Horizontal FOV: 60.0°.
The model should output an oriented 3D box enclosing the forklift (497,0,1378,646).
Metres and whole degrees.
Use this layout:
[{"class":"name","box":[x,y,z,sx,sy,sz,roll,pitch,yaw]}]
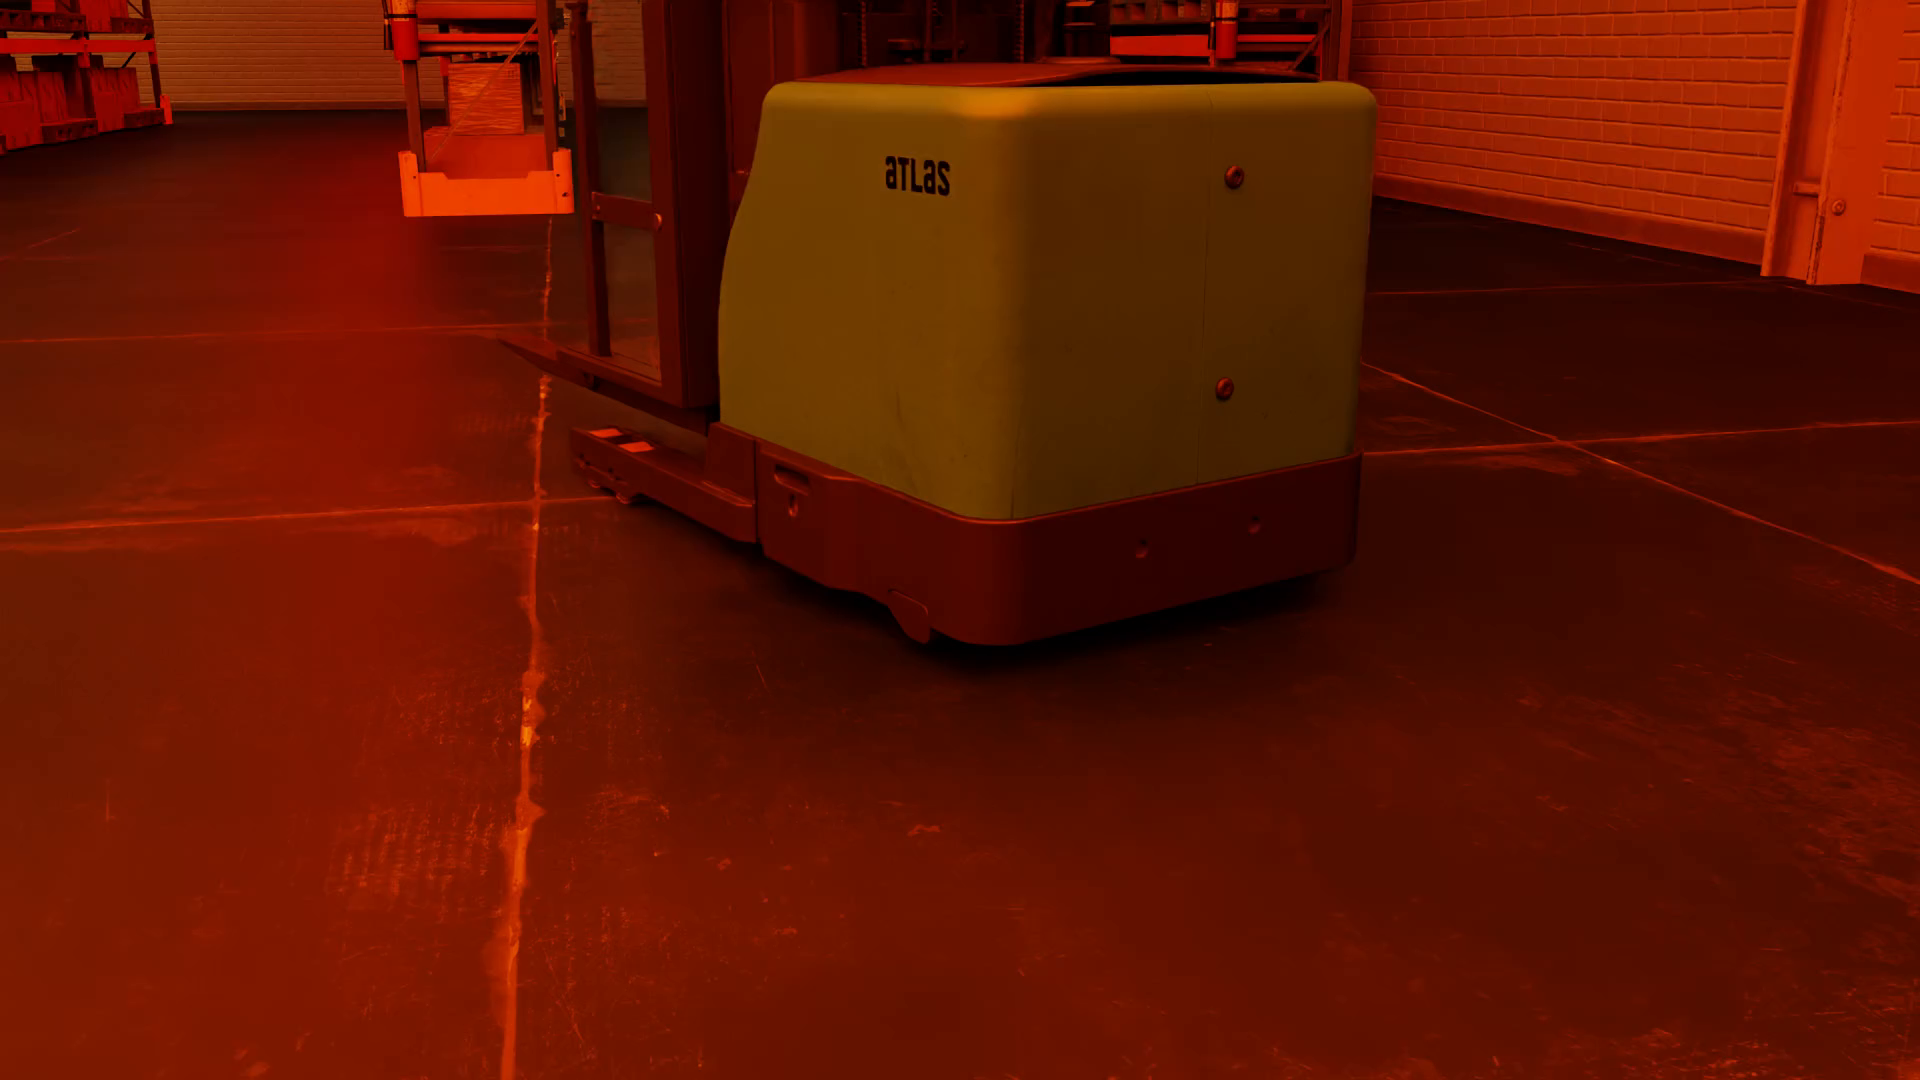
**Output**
[{"class":"forklift","box":[-0.391,-1.565,4.136,1.130,2.935,3.031,-11,20,-33]}]
